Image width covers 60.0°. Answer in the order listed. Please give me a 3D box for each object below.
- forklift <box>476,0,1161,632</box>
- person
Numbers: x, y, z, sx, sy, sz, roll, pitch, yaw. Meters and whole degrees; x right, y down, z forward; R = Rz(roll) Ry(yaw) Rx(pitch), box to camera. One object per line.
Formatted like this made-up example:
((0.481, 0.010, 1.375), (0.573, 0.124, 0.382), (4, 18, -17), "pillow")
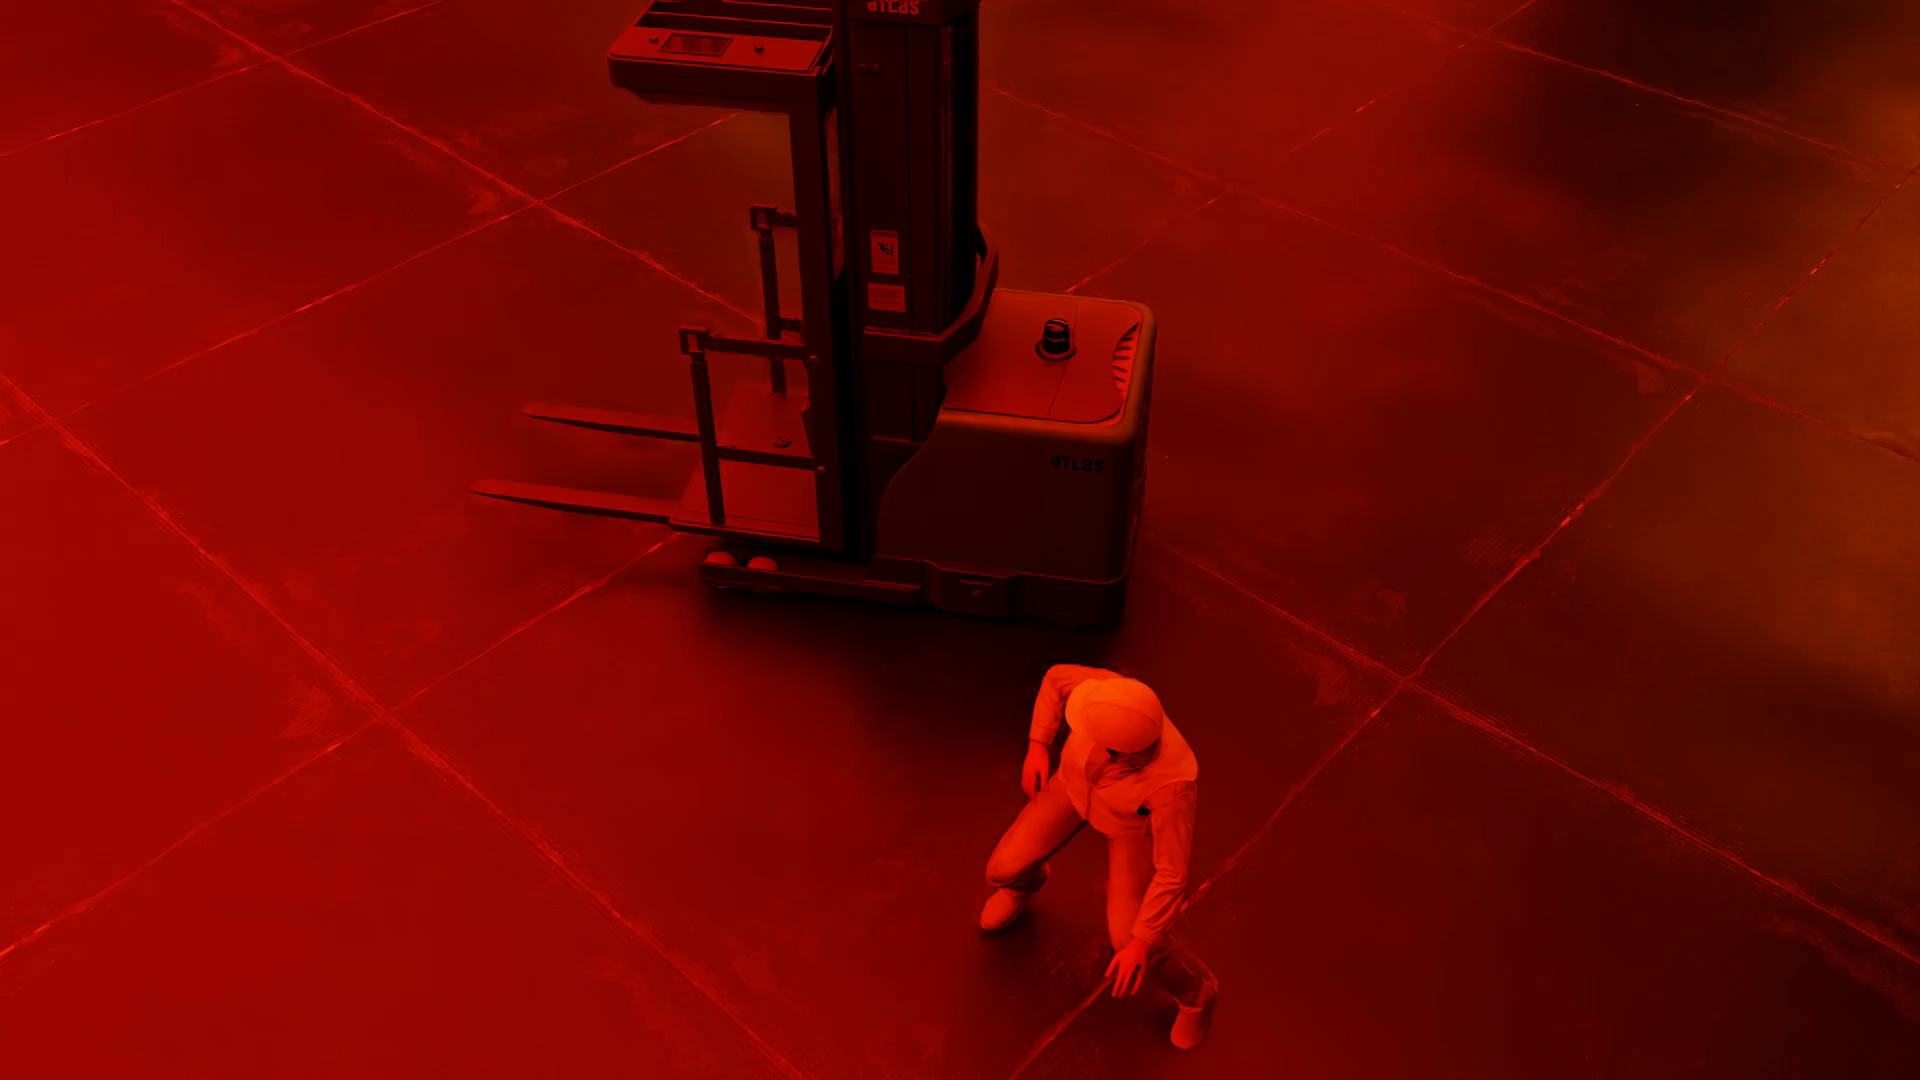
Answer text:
((-0.691, -1.221, 6.851), (3.031, 2.935, 1.130), (9, 41, 10), "forklift")
((0.521, 0.990, 5.408), (0.881, 1.553, 0.698), (31, 49, 31), "person")
